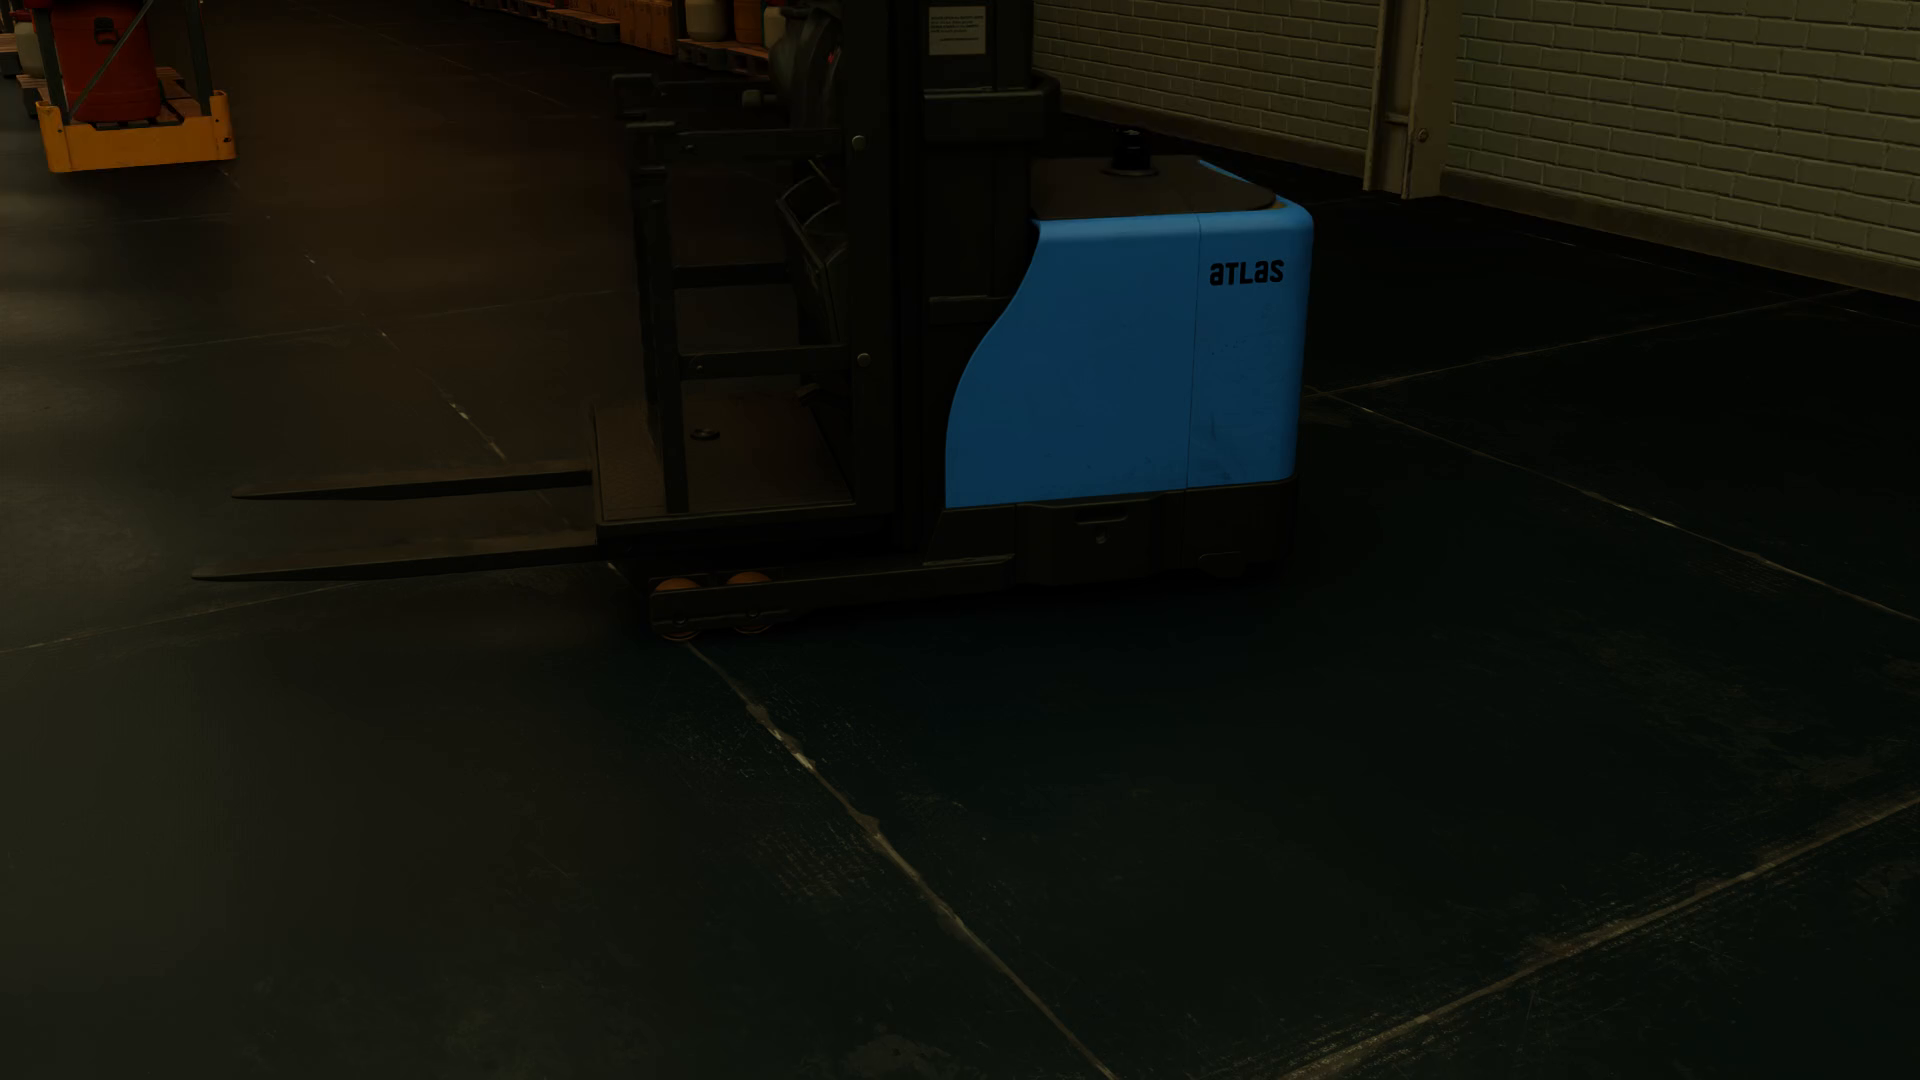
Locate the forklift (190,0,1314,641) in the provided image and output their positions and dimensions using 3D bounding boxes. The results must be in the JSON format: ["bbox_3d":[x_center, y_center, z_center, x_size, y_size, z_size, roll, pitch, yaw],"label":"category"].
[{"bbox_3d":[-0.595,-1.304,4.451,3.031,2.935,1.130,-5,23,-12],"label":"forklift"}]
